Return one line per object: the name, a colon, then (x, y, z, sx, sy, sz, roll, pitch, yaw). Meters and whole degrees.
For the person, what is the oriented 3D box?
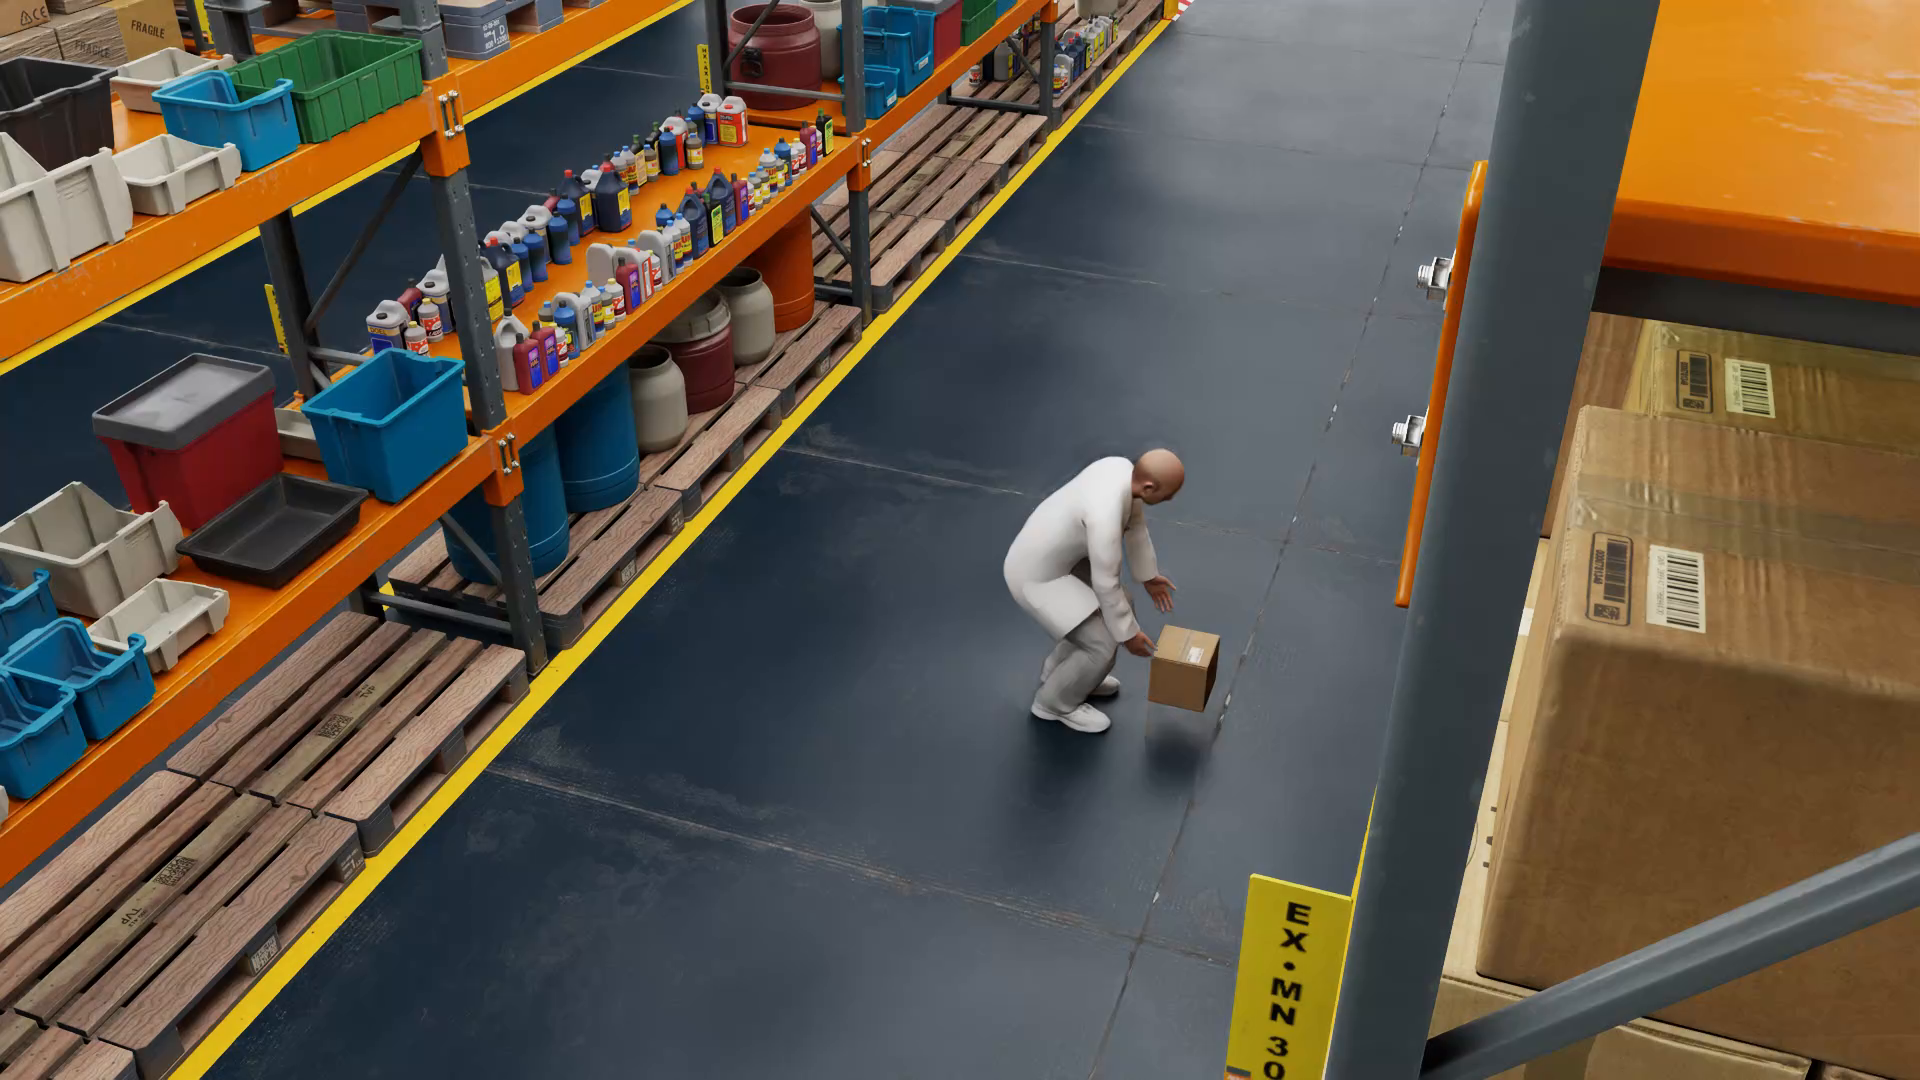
person: (0.572, 0.164, 7.282, 0.750, 1.365, 0.631, 11, 34, 17)
